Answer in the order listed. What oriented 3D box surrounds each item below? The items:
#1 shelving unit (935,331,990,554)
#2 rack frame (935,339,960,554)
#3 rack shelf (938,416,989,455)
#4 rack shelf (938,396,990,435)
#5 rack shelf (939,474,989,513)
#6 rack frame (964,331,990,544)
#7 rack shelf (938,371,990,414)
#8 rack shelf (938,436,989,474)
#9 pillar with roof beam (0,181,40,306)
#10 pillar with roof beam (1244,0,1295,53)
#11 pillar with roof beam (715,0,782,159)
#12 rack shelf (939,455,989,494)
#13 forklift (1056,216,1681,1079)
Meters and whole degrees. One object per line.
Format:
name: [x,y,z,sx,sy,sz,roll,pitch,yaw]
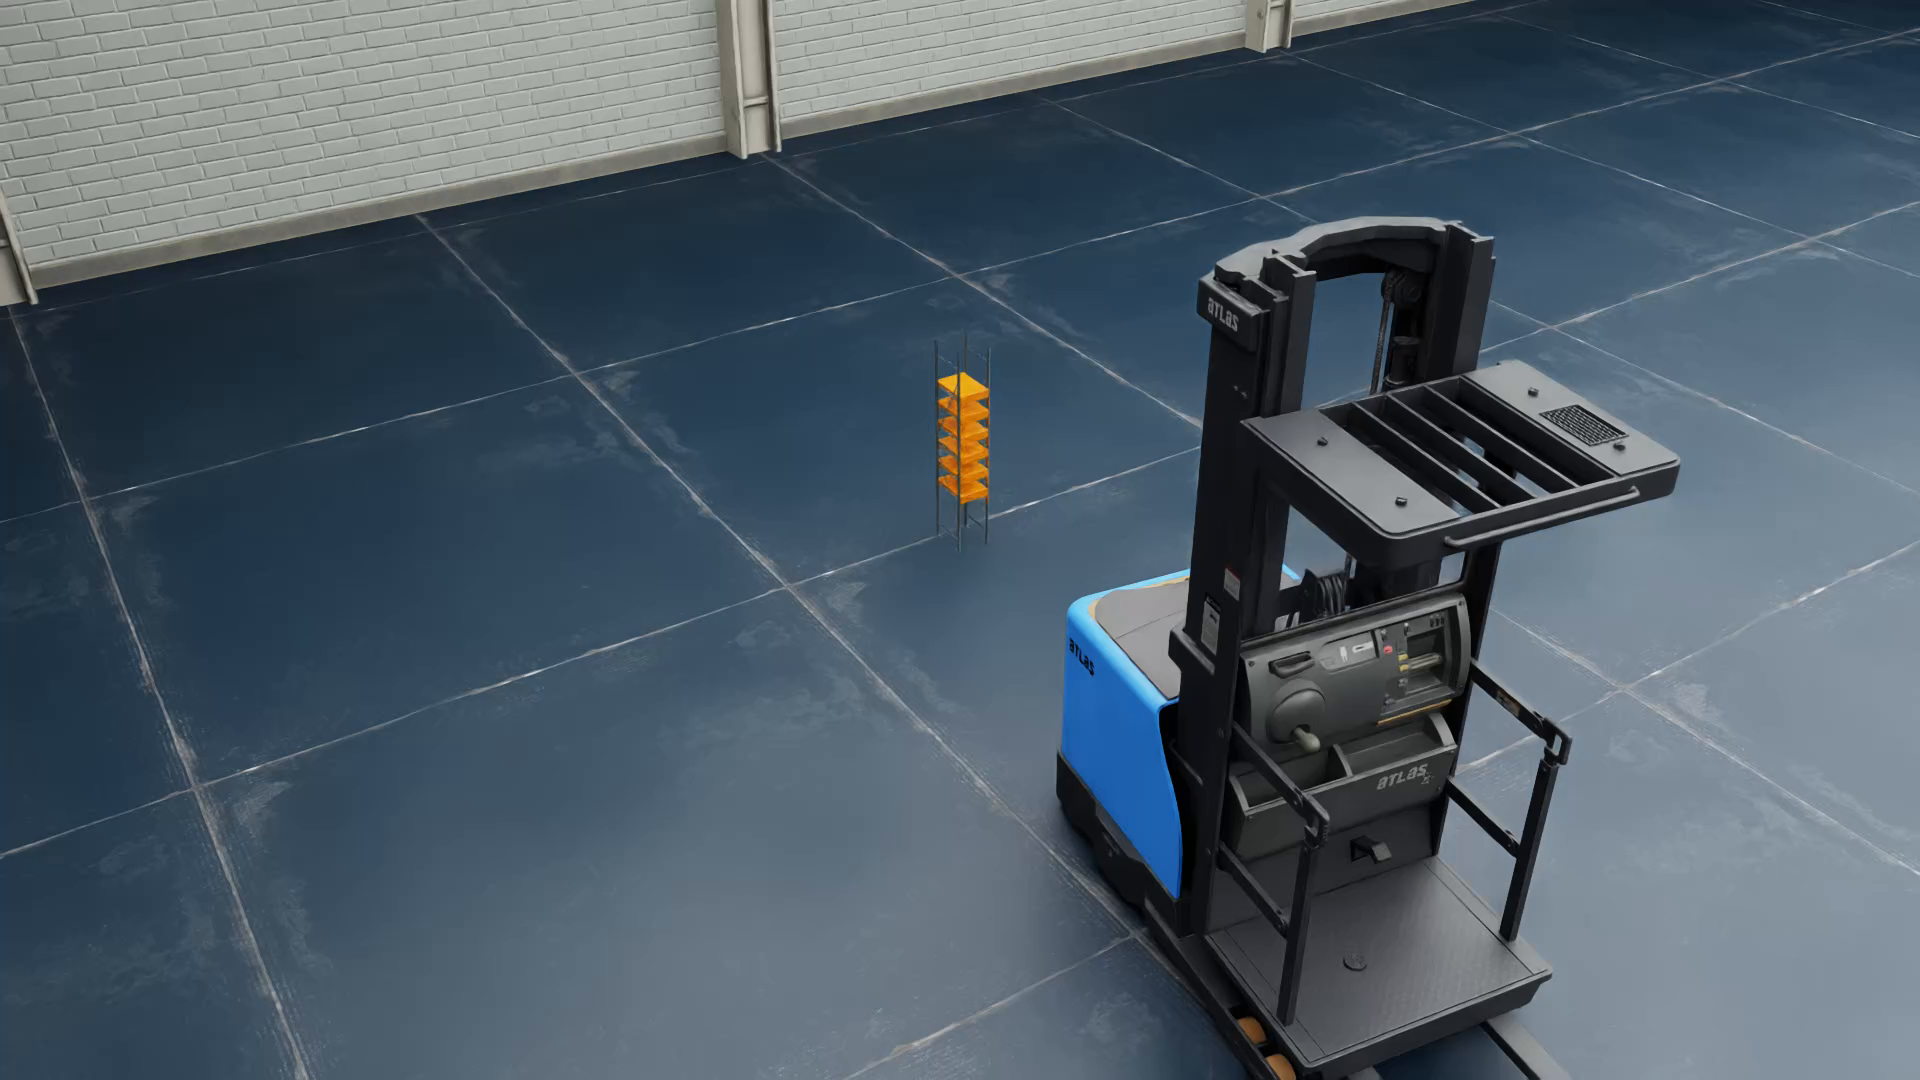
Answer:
shelving unit: [0.012,-0.512,8.937,0.189,1.200,0.258,-19,37,-27]
rack frame: [-0.065,-0.485,8.895,0.006,1.200,0.240,-19,37,-27]
rack shelf: [0.012,-0.576,8.896,0.180,0.103,0.258,-19,37,-27]
rack shelf: [0.012,-0.677,8.832,0.180,0.103,0.258,-19,37,-27]
rack shelf: [0.012,-0.271,9.088,0.180,0.103,0.258,-19,37,-27]
rack frame: [0.089,-0.538,8.978,0.006,1.200,0.240,-19,37,-27]
rack shelf: [0.012,-0.779,8.768,0.180,0.103,0.258,-19,37,-27]
rack shelf: [0.012,-0.474,8.960,0.180,0.103,0.258,-19,37,-27]
pillar with roof beam: [-4.532,-3.590,6.506,0.400,9.000,9.100,-19,37,-27]
pillar with roof beam: [5.554,-7.058,12.005,0.400,9.000,9.100,-19,37,-27]
pillar with roof beam: [0.511,-5.324,9.255,0.400,9.000,9.100,-19,37,-27]
rack shelf: [0.012,-0.373,9.024,0.180,0.103,0.258,-19,37,-27]
forklift: [1.489,0.527,5.668,1.130,2.935,3.031,-13,35,-20]
